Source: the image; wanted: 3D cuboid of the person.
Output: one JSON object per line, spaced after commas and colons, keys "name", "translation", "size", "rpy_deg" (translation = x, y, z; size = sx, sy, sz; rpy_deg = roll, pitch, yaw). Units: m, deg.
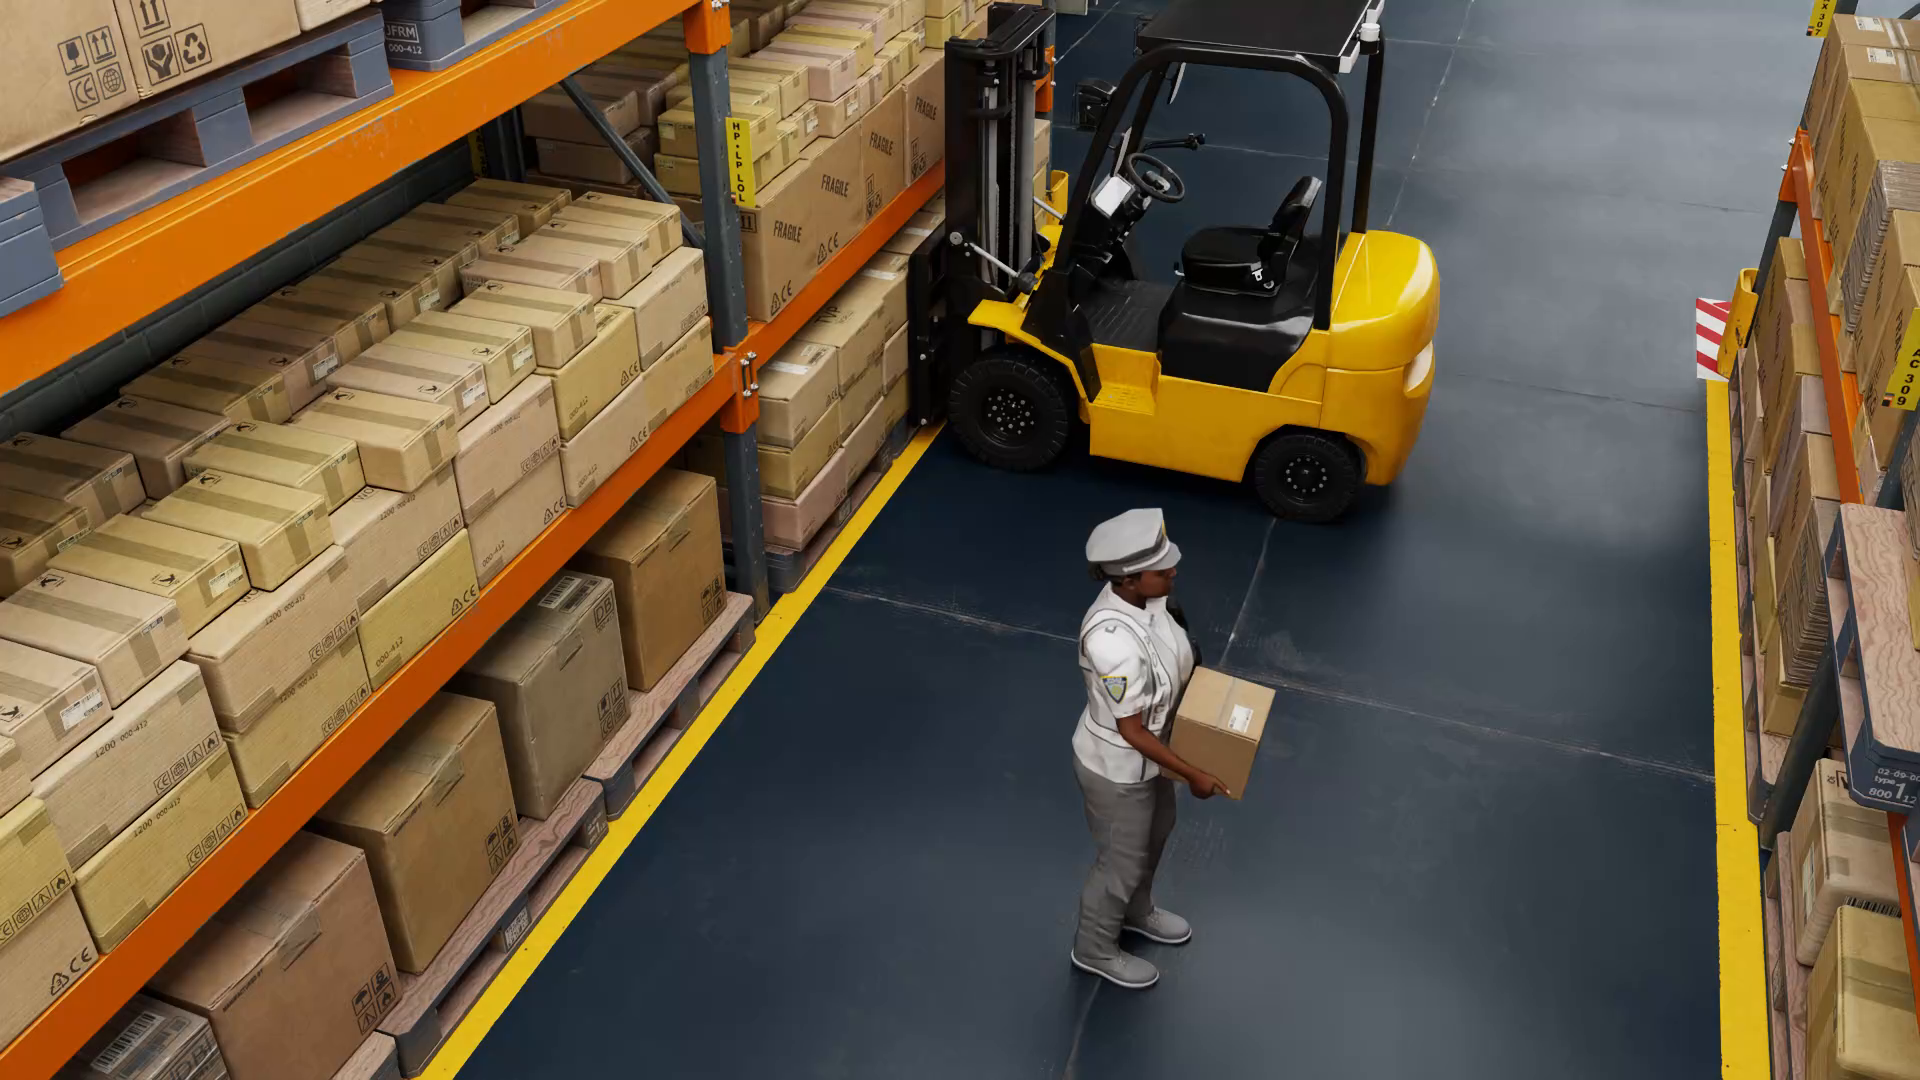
{"name": "person", "translation": [0.603, 0.670, 5.111], "size": [0.510, 1.687, 0.449], "rpy_deg": [11, 35, 17]}
